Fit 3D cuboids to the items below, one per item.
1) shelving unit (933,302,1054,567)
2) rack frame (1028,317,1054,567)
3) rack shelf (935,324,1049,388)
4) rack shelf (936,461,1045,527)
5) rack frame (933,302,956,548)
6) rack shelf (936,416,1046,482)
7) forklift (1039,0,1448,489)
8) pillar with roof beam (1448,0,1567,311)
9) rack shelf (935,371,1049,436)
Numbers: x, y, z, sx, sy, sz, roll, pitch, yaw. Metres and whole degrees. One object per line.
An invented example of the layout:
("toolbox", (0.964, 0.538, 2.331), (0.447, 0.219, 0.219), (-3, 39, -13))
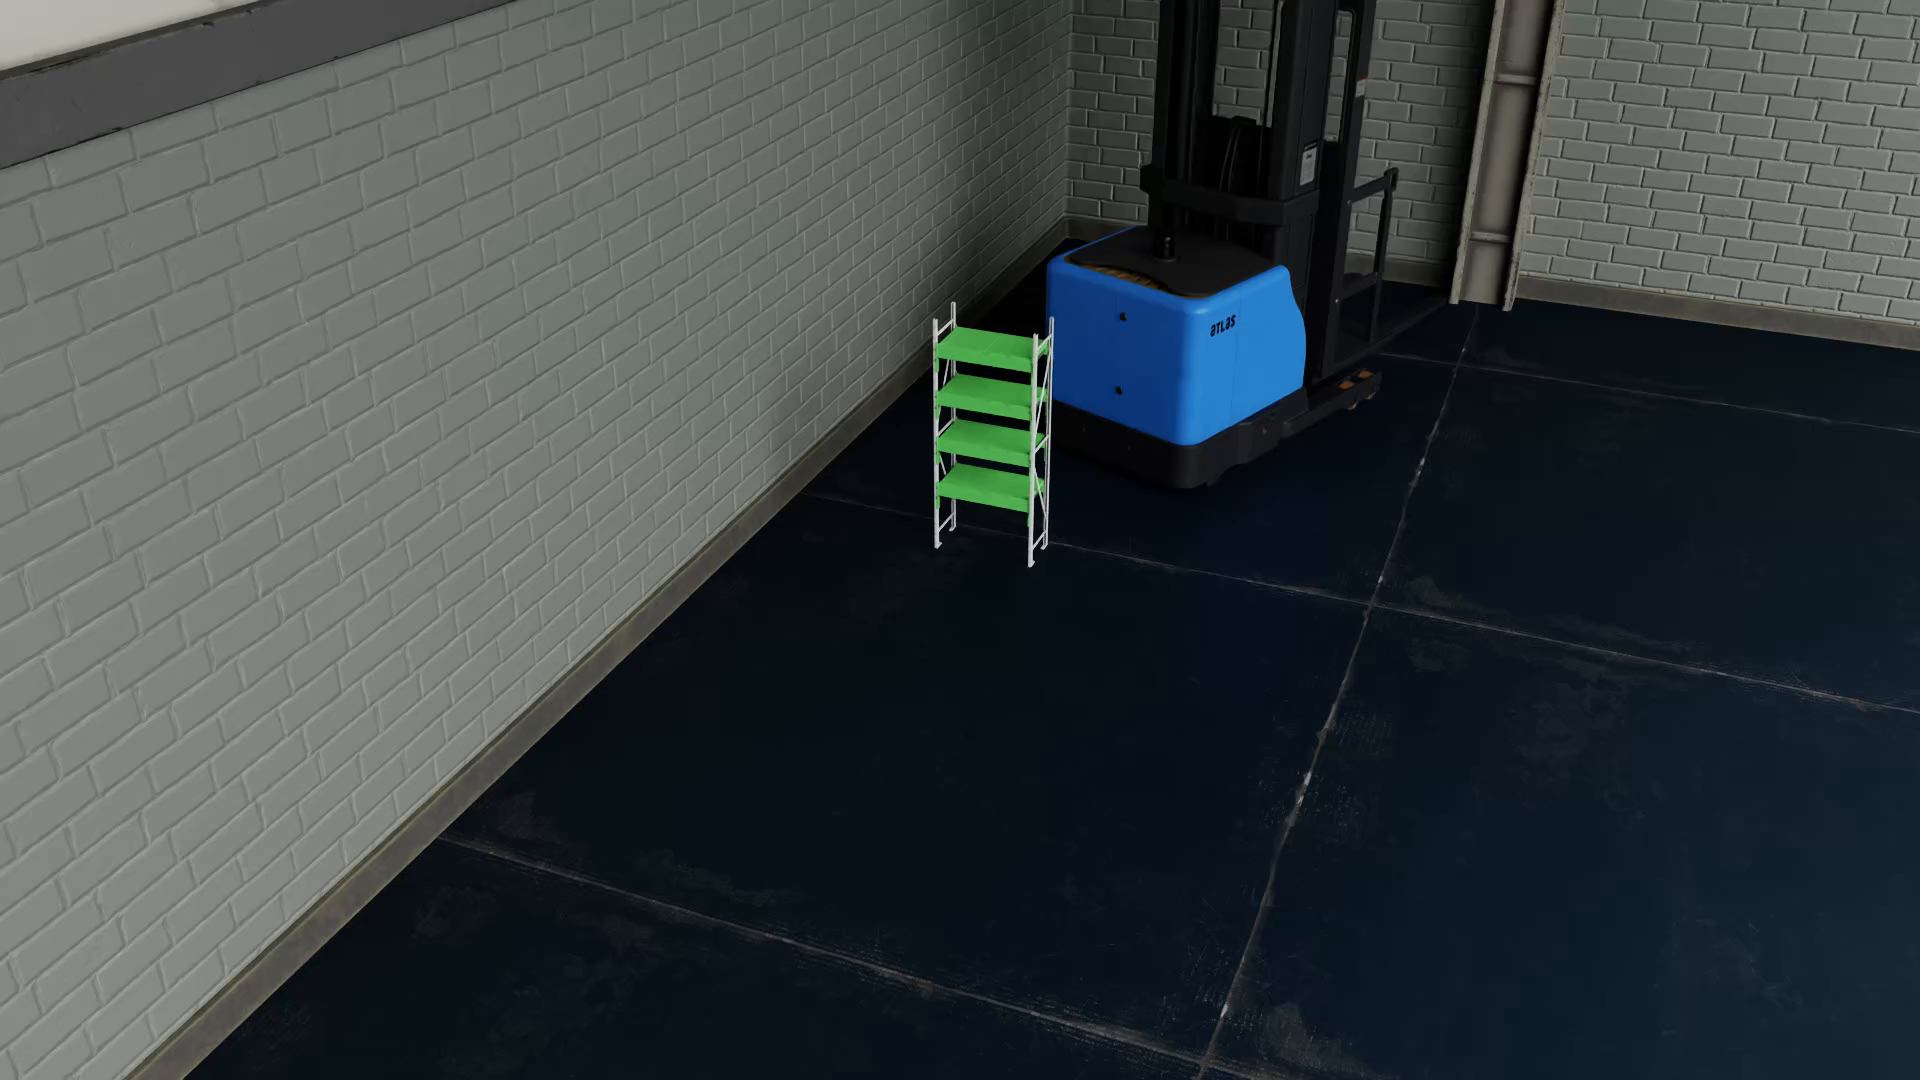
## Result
("shelving unit", (0.153, -0.492, 7.901), (0.503, 1.200, 0.258), (11, 31, 19))
("rack frame", (0.379, -0.447, 7.821), (0.015, 1.200, 0.240), (11, 31, 19))
("rack shelf", (0.153, -0.854, 7.696), (0.480, 0.148, 0.258), (11, 31, 19))
("rack shelf", (0.153, -0.227, 8.050), (0.480, 0.148, 0.258), (11, 31, 19))
("rack frame", (-0.073, -0.537, 7.980), (0.015, 1.200, 0.240), (11, 31, 19))
("rack shelf", (0.153, -0.436, 7.932), (0.480, 0.148, 0.258), (11, 31, 19))
("forklift", (1.807, -2.177, 9.122), (1.130, 2.935, 3.031), (25, 38, 36))
("pillar with roof beam", (1.864, -3.561, 5.404), (0.400, 9.000, 9.100), (11, 31, 19))
("rack shelf", (0.153, -0.645, 7.814), (0.480, 0.148, 0.258), (11, 31, 19))
